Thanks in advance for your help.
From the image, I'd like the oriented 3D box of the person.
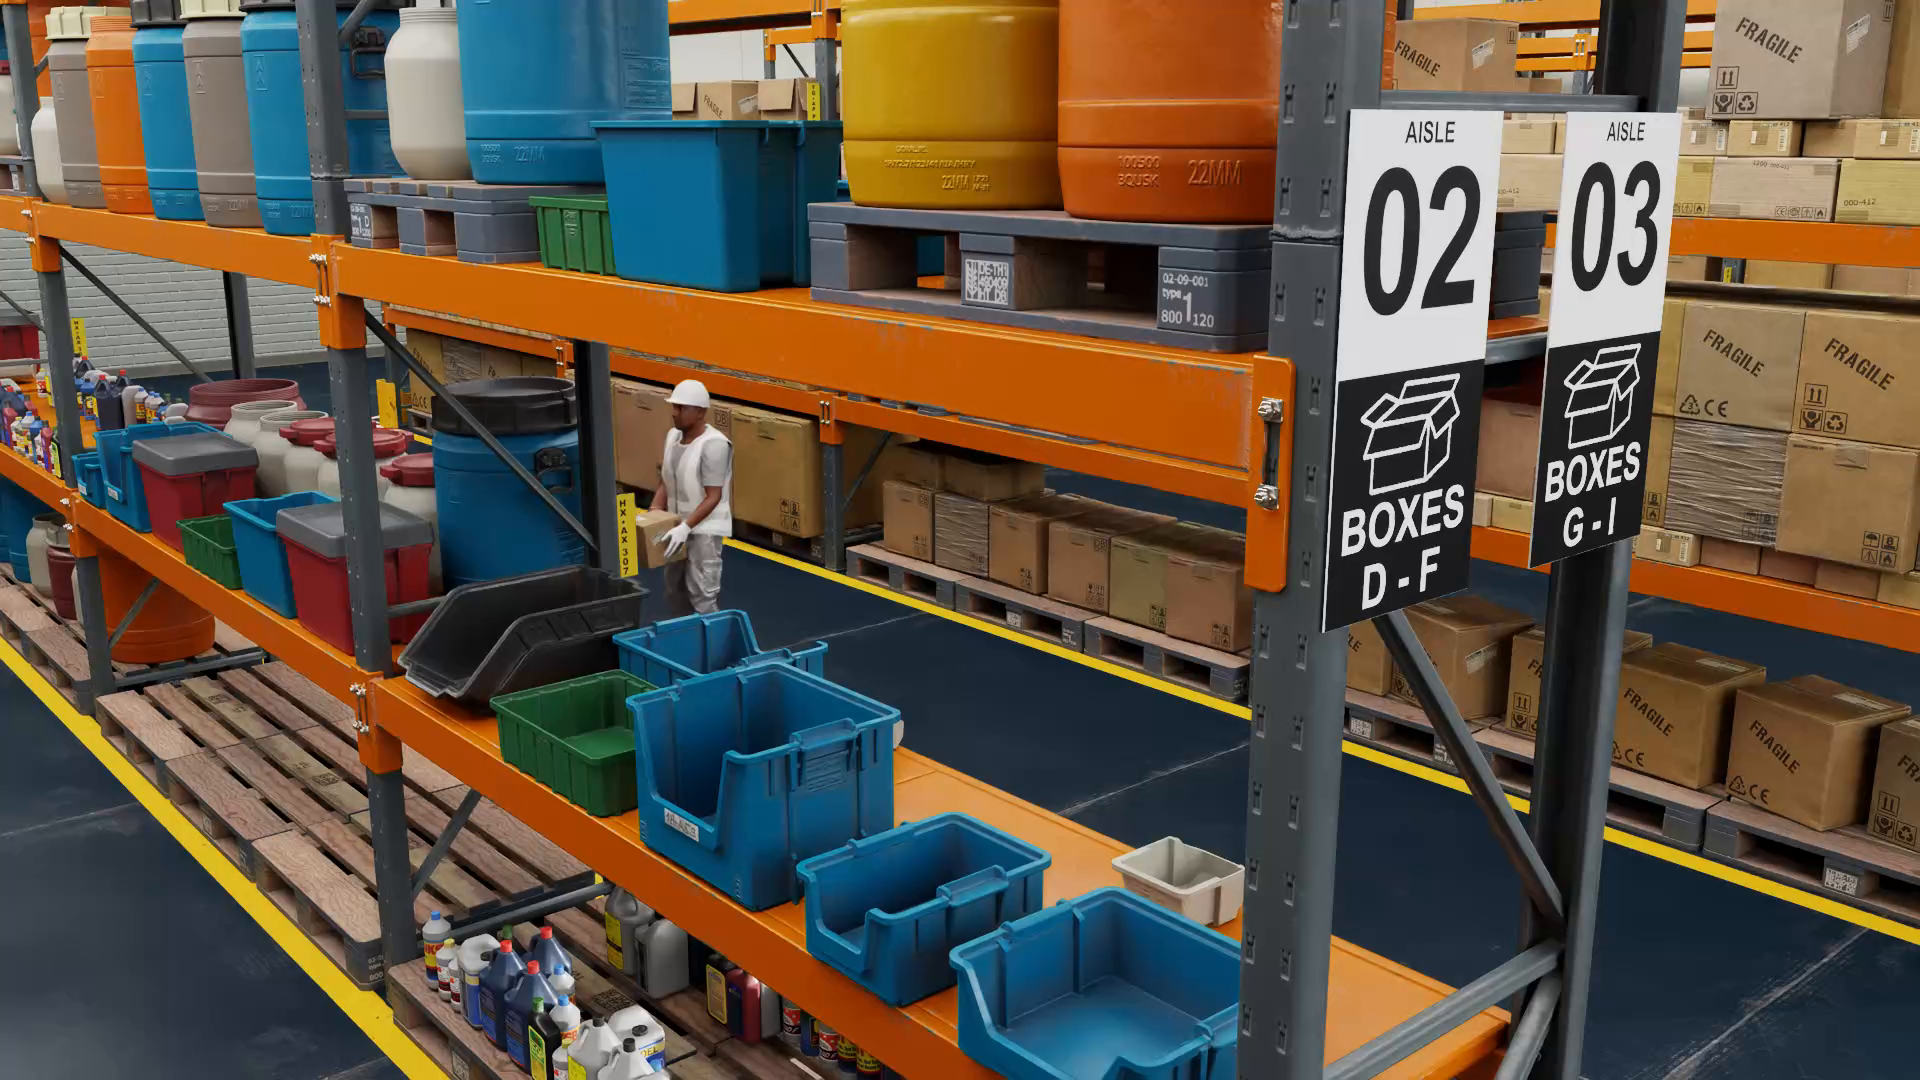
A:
[{"bbox_3d":[-1.577,-0.028,9.561,0.509,1.788,0.546,-12,18,-40],"label":"person"}]
